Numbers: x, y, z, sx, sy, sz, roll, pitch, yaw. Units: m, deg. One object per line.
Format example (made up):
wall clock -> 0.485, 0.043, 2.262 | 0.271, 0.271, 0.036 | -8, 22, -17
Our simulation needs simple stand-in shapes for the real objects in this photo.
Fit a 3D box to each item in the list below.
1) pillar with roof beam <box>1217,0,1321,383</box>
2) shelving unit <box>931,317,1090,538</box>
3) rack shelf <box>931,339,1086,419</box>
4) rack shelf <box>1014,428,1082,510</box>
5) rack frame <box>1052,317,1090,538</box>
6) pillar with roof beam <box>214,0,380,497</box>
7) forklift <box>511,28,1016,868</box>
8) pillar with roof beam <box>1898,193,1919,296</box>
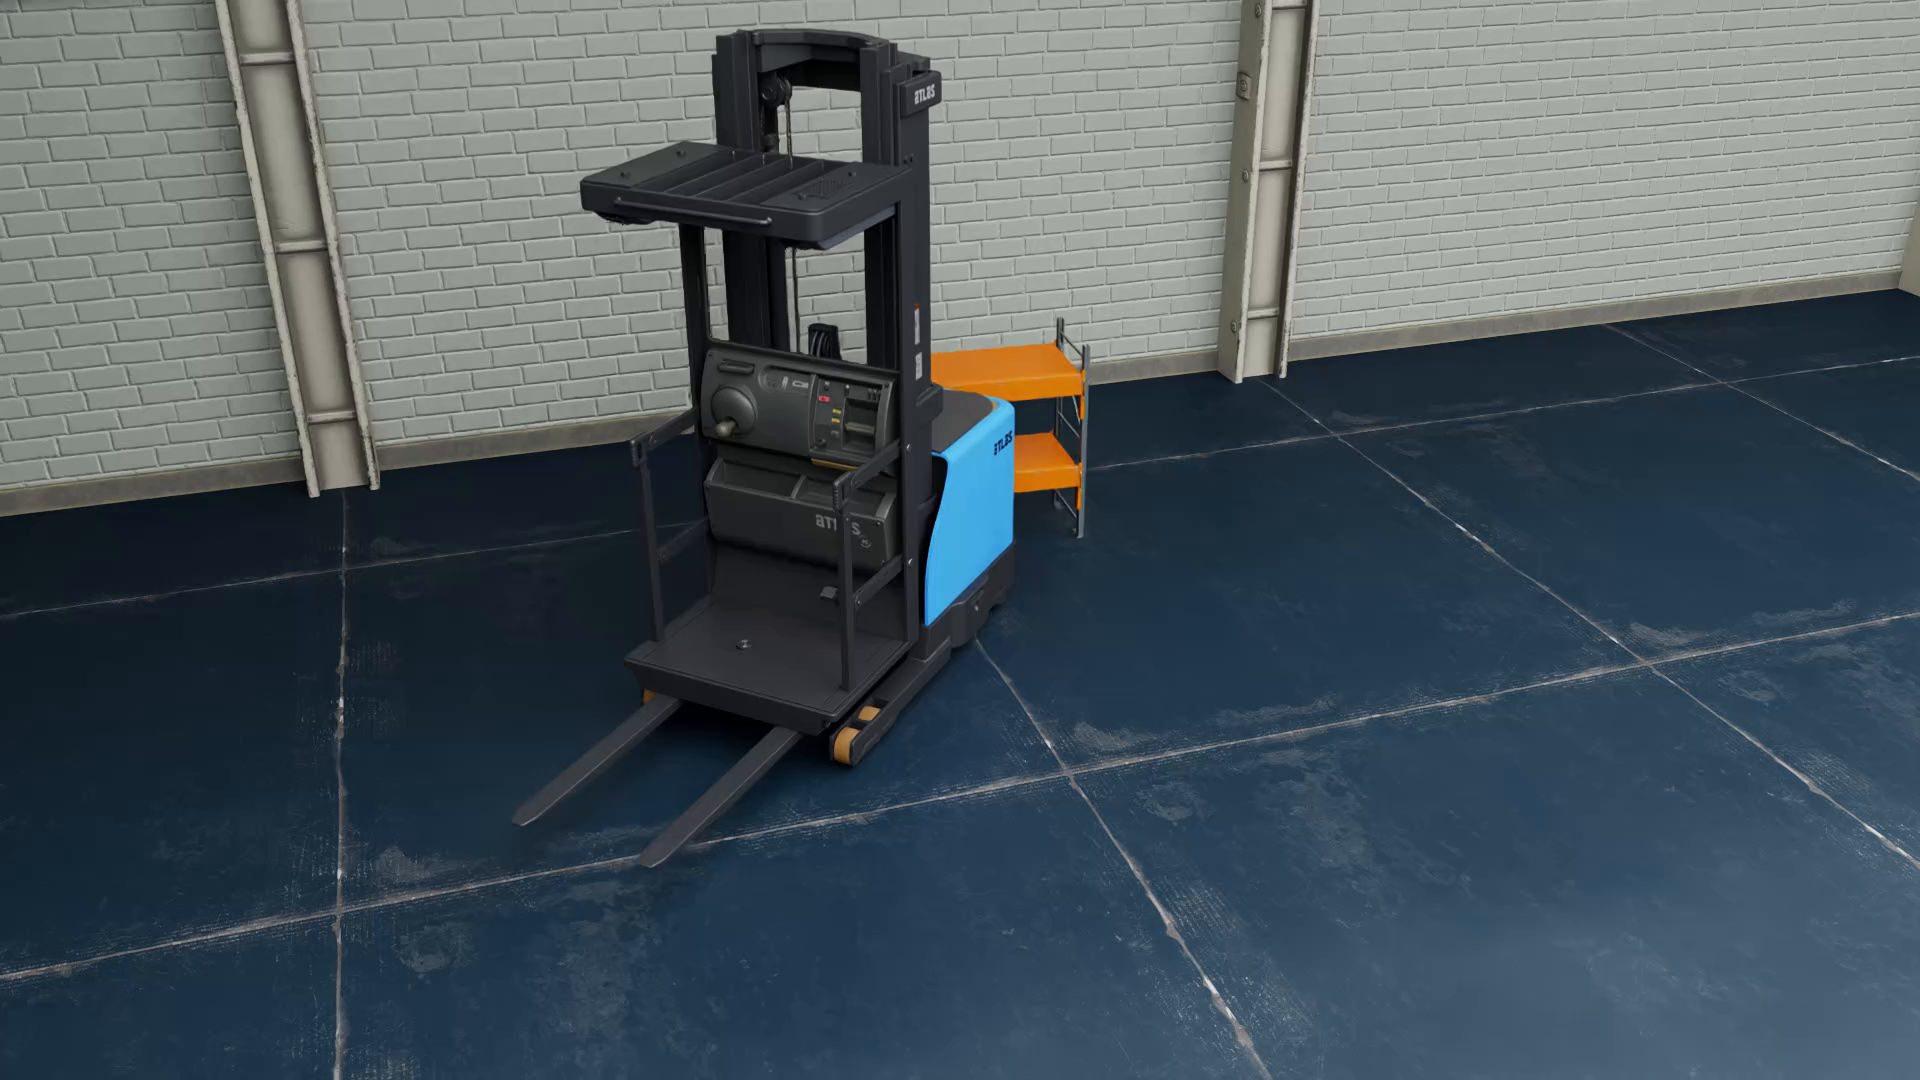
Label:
pillar with roof beam -> 3.362, -3.378, 5.935 | 0.400, 9.000, 9.100 | -8, 28, -16
shelving unit -> 0.119, -0.569, 9.131 | 1.048, 1.125, 0.538 | -6, 27, -13
rack shelf -> 0.119, -0.831, 9.001 | 1.000, 0.278, 0.538 | -6, 27, -13
rack shelf -> 0.119, -0.350, 9.240 | 1.000, 0.278, 0.538 | -6, 27, -13
rack frame -> 0.612, -0.624, 9.243 | 0.032, 1.125, 0.500 | -6, 27, -13
pillar with roof beam -> -2.343, -2.552, 4.270 | 0.400, 9.000, 9.100 | -8, 28, -16
forklift -> -0.807, -0.549, 7.061 | 1.130, 2.935, 3.031 | 12, 29, 23
pillar with roof beam -> 9.067, -4.204, 7.599 | 0.400, 9.000, 9.100 | -8, 28, -16
